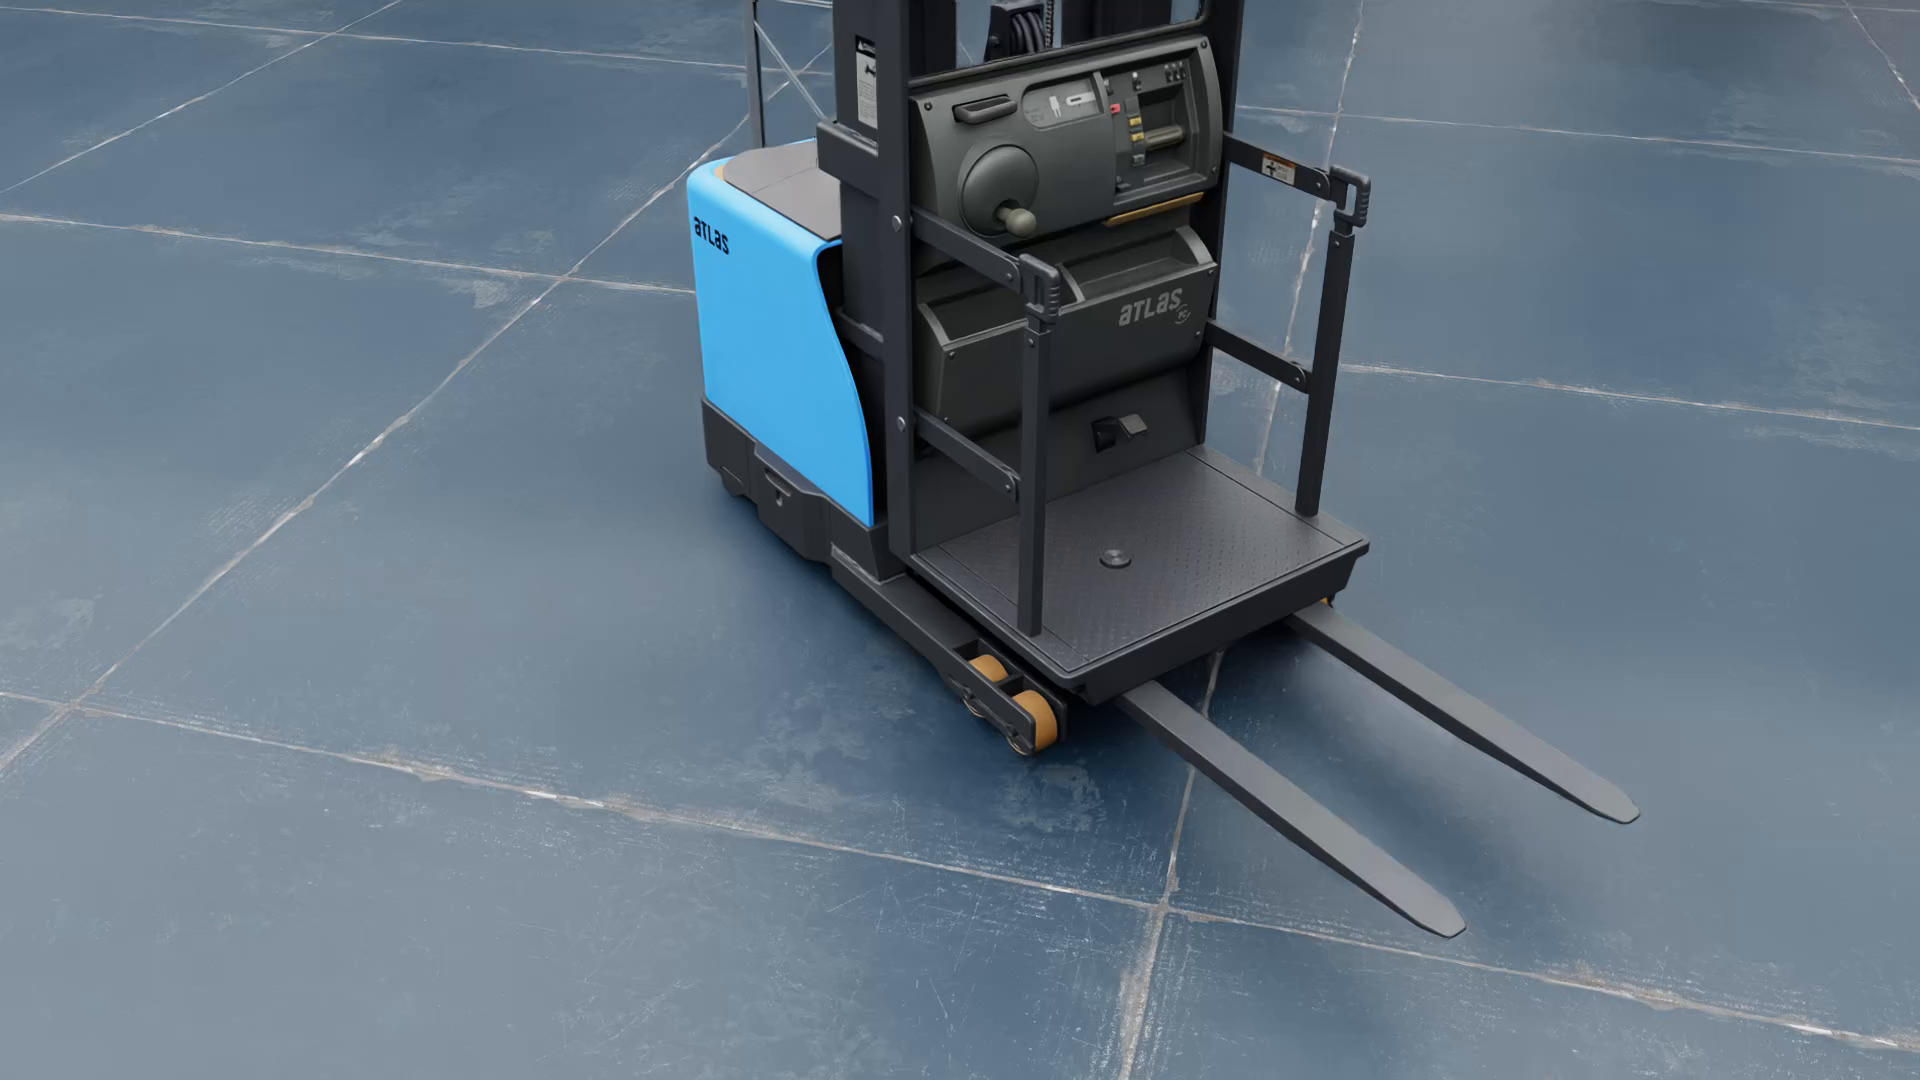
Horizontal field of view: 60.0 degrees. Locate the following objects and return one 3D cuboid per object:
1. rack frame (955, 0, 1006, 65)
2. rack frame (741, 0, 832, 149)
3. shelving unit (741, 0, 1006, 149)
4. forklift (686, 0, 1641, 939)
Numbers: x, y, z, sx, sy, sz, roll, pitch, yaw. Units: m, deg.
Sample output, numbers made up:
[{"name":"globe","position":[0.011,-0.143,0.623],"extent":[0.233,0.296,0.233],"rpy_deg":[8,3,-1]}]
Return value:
[{"name":"rack frame","position":[-0.048,-1.689,6.509],"extent":[0.500,1.500,0.032],"rpy_deg":[14,35,21]},{"name":"rack frame","position":[-0.490,-1.198,5.736],"extent":[0.500,1.500,0.032],"rpy_deg":[14,35,21]},{"name":"shelving unit","position":[-0.265,-1.448,6.129],"extent":[0.587,1.500,1.083],"rpy_deg":[14,35,21]},{"name":"forklift","position":[0.422,-0.972,4.046],"extent":[1.130,2.935,3.031],"rpy_deg":[-21,38,-29]}]
